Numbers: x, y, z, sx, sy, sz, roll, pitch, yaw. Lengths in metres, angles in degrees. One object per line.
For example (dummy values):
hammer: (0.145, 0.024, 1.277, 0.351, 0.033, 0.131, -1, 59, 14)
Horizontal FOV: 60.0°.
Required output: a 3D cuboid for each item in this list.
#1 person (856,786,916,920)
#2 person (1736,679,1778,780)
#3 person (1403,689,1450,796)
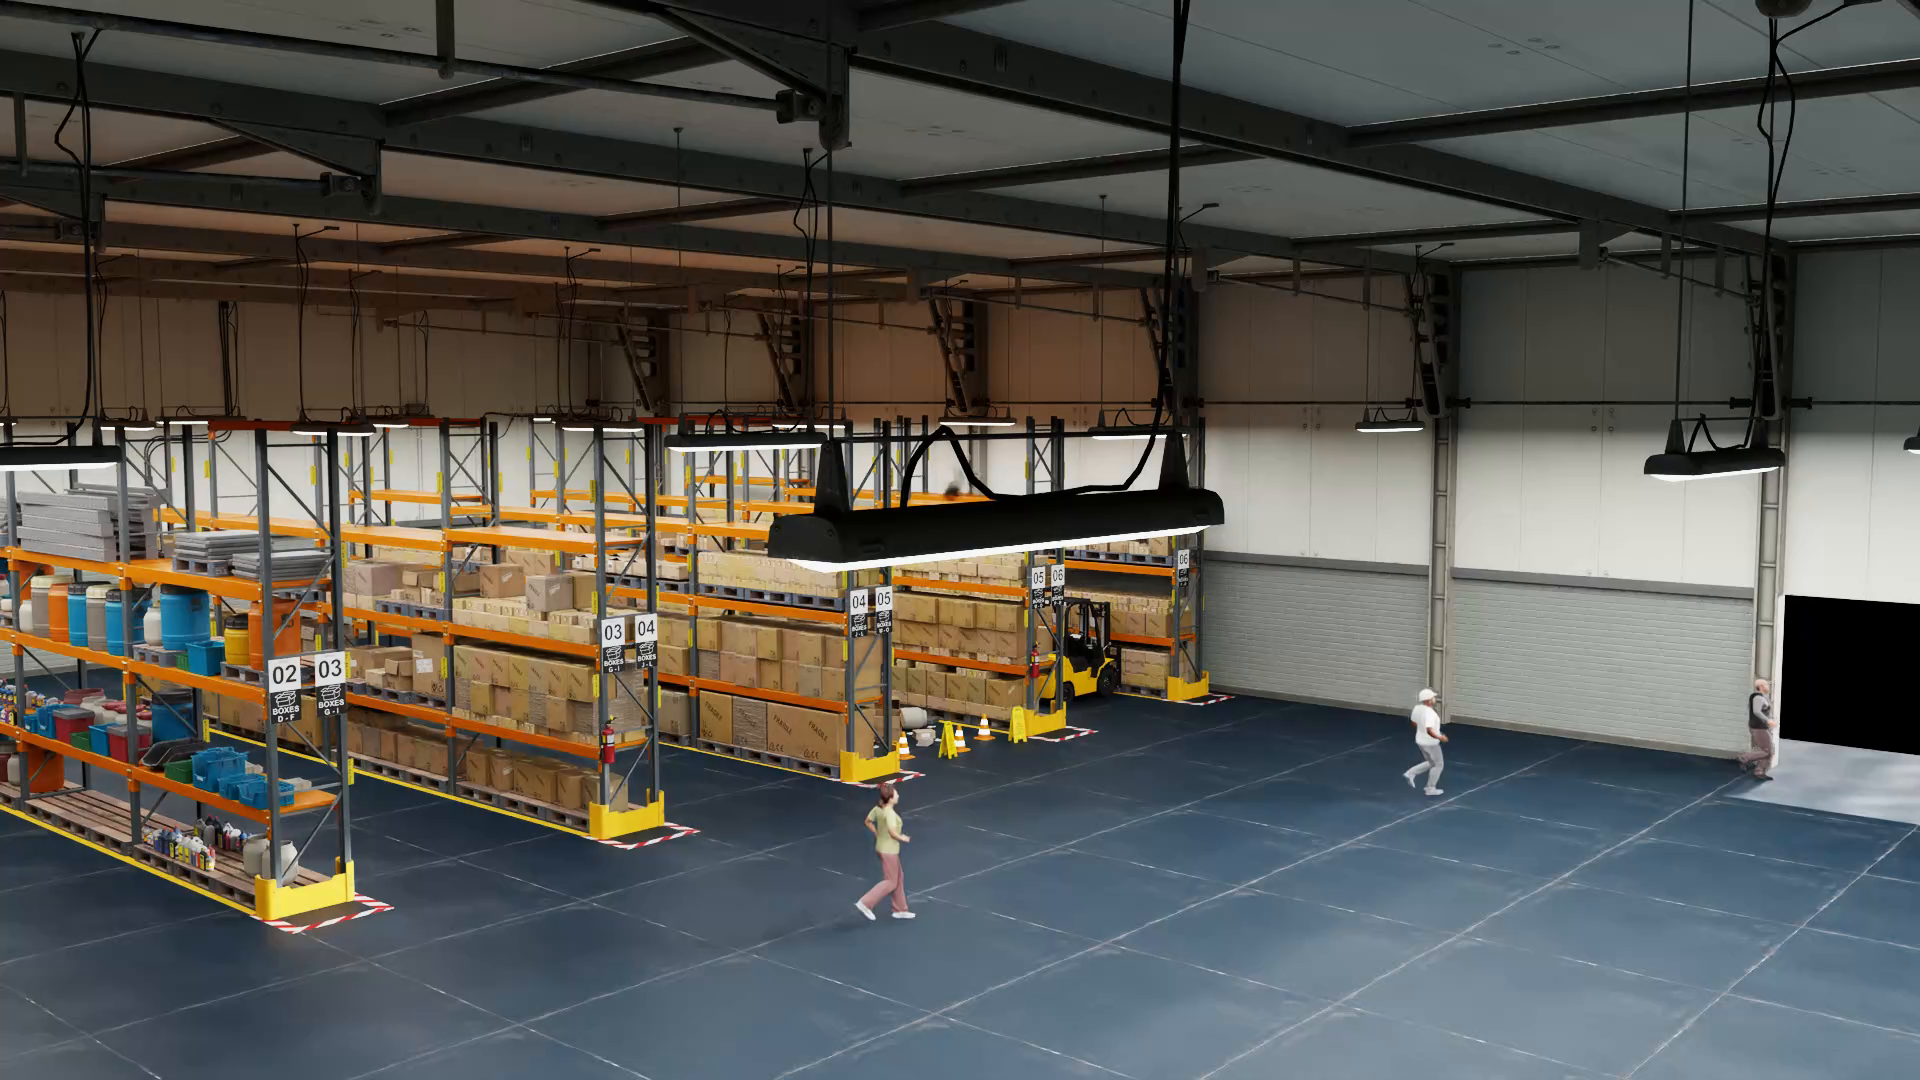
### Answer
person: (-0.915, 3.823, 20.231, 0.817, 1.678, 0.600, -2, 5, -26)
person: (13.396, 3.176, 27.987, 0.622, 1.686, 0.686, 2, 5, 20)
person: (7.487, 3.253, 26.728, 0.625, 1.716, 0.700, -1, 5, -9)
